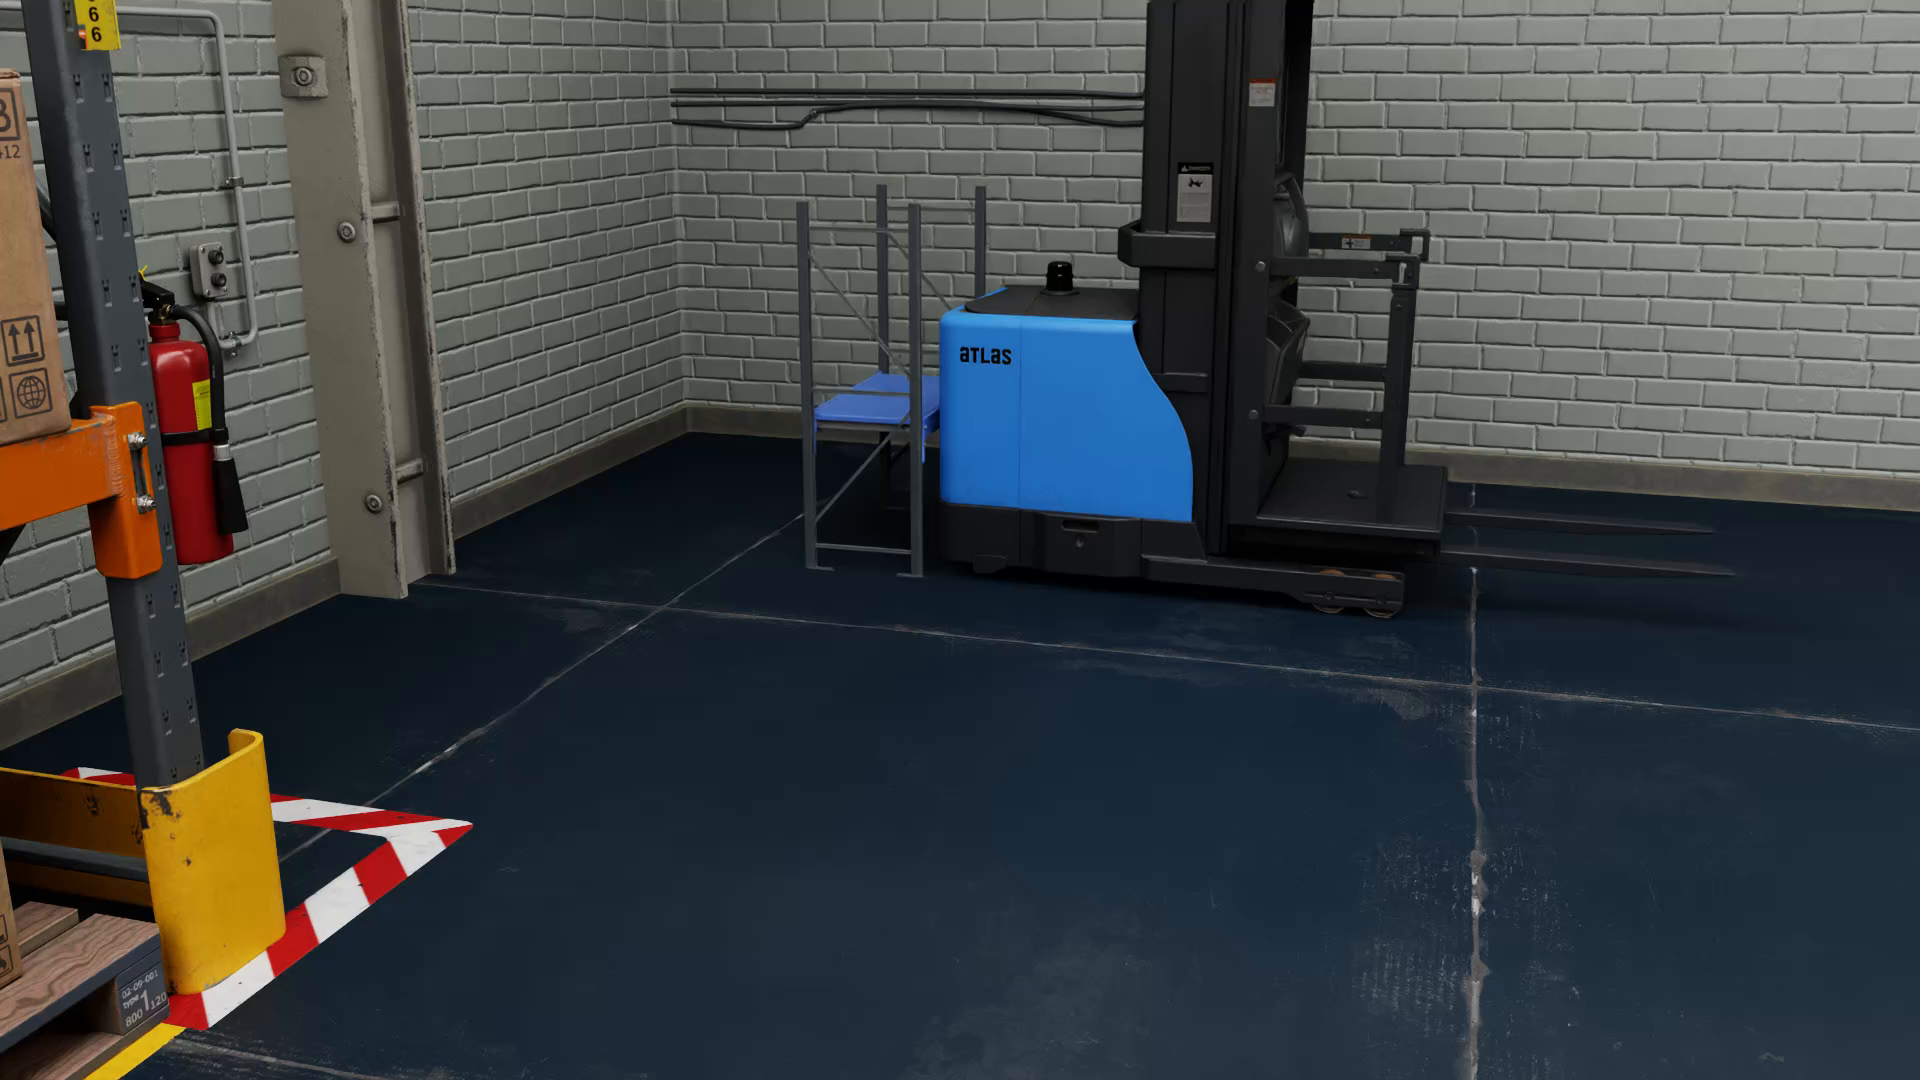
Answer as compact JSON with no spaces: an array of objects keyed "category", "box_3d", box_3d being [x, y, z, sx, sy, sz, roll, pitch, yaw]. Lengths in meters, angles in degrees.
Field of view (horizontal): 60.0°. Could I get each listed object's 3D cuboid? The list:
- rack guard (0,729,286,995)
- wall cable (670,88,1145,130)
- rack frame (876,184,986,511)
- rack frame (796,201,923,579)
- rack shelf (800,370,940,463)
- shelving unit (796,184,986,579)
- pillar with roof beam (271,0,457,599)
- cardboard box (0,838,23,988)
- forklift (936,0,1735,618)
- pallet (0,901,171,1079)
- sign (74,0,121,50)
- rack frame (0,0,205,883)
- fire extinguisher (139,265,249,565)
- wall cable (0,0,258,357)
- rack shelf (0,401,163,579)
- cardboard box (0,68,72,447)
[{"category":"rack guard","box_3d":[-2.214,0.695,3.964,1.175,0.500,0.348,5,16,16]},{"category":"wall cable","box_3d":[-0.271,-3.346,8.325,3.097,2.526,0.112,5,16,16]},{"category":"rack frame","box_3d":[-0.130,-0.854,7.591,0.500,1.500,0.032,4,16,15]},{"category":"rack frame","box_3d":[-0.395,-0.586,6.646,0.500,1.500,0.032,4,16,15]},{"category":"rack shelf","box_3d":[-0.263,-0.547,7.168,0.538,0.185,1.000,4,16,15]},{"category":"shelving unit","box_3d":[-0.263,-0.720,7.119,0.538,1.500,1.048,4,16,15]},{"category":"pillar with roof beam","box_3d":[1.845,-3.827,4.332,9.100,9.000,0.400,5,16,16]},{"category":"cardboard box","box_3d":[-2.324,0.690,3.212,0.700,0.500,0.500,5,16,16]},{"category":"forklift","box_3d":[1.478,-1.277,6.460,3.031,2.935,1.130,5,17,16]},{"category":"pallet","box_3d":[-2.373,1.055,3.223,1.003,0.211,1.213,5,16,16]},{"category":"sign","box_3d":[-1.704,-1.127,3.249,0.100,0.325,0.005,5,16,16]},{"category":"rack frame","box_3d":[-2.221,-0.502,3.601,1.000,3.000,0.127,5,16,16]},{"category":"fire extinguisher","box_3d":[-1.735,-0.289,3.675,0.296,0.674,0.183,5,16,16]},{"category":"wall cable","box_3d":[-2.764,-1.399,4.902,0.084,1.984,1.851,5,16,16]},{"category":"rack shelf","box_3d":[-2.789,0.368,1.854,1.077,0.370,4.000,5,16,16]},{"category":"cardboard box","box_3d":[-2.356,-0.512,3.087,0.980,0.700,0.700,5,17,18]}]
